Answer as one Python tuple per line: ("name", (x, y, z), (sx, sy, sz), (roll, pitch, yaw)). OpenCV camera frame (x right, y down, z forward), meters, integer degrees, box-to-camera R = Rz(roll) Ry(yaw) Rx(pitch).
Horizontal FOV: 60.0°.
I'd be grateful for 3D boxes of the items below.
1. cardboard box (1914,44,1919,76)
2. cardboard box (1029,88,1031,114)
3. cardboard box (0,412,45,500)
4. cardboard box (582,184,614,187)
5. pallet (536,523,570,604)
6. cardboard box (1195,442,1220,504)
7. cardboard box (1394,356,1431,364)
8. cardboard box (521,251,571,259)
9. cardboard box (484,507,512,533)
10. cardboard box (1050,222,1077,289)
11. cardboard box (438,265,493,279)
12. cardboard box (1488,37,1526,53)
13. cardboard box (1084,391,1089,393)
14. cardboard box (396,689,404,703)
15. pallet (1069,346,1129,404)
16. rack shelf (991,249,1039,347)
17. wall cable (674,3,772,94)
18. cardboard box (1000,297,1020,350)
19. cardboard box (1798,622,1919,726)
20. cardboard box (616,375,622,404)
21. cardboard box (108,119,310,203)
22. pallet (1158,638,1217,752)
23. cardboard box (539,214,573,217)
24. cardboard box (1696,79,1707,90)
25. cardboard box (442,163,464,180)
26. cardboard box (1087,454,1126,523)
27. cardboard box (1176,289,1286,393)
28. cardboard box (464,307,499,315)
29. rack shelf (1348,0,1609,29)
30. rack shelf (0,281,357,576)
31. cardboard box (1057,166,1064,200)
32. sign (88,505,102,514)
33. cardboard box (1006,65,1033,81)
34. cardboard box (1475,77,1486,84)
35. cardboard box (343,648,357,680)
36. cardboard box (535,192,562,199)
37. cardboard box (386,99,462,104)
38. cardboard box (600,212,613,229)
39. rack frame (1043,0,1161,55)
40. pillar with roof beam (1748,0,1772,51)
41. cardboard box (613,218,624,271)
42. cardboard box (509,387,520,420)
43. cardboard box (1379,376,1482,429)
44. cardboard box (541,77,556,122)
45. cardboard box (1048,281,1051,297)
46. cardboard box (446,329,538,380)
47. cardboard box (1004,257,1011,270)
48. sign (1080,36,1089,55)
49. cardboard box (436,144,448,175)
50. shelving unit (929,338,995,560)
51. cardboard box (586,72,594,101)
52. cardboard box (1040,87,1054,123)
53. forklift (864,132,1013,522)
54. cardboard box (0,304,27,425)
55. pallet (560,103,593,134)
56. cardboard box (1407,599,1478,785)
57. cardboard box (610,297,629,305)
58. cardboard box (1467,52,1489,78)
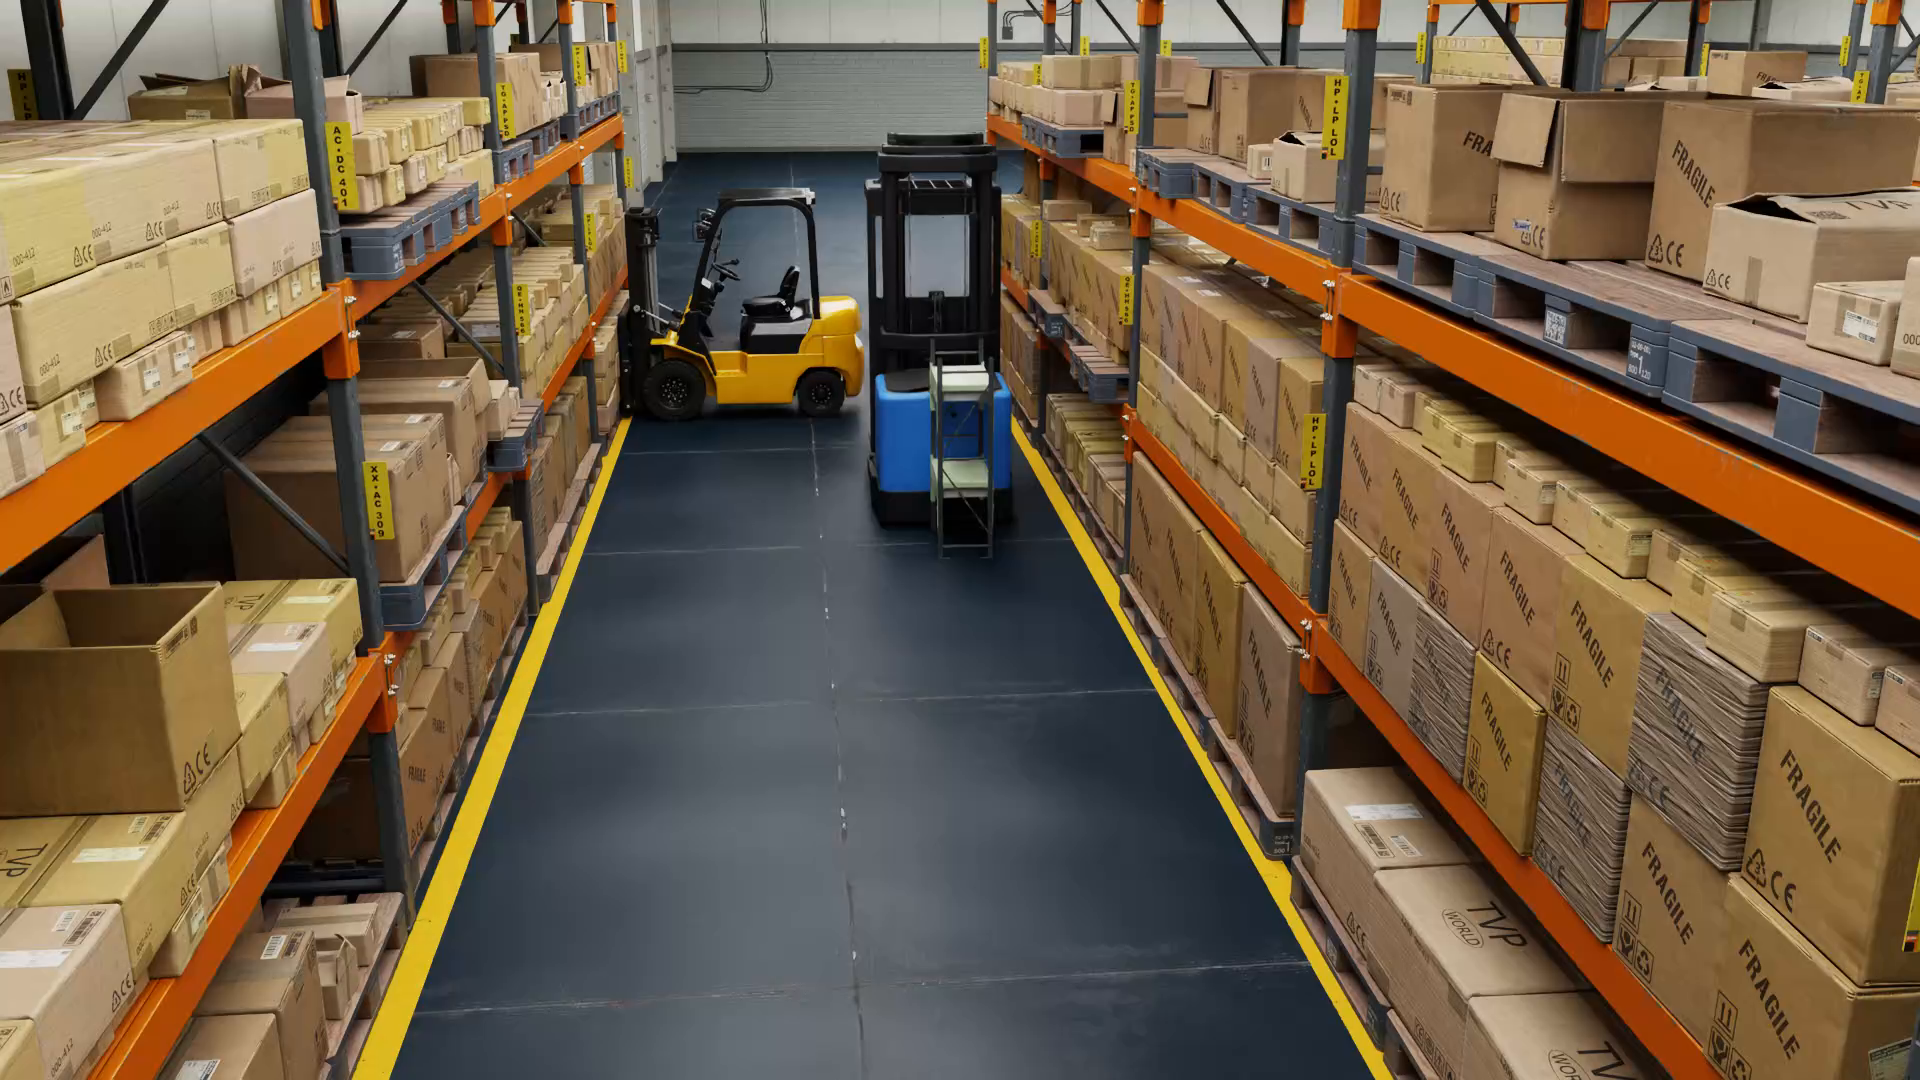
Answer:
("cardboard box", (10.546, -5.171, 17.633), (0.500, 0.500, 0.500), (-2, 18, -6))
("cardboard box", (0.903, -3.889, 14.804), (0.500, 0.250, 0.500), (-2, 18, -6))
("cardboard box", (-2.270, -0.180, 3.653), (0.380, 0.149, 0.250), (-1, 17, -4))
("cardboard box", (-3.886, -3.700, 17.710), (0.380, 0.149, 0.250), (-2, 18, -5))
("pallet", (-3.354, 0.166, 11.796), (1.003, 0.211, 1.213), (-2, 18, -6))
("cardboard box", (1.603, -0.391, 9.167), (0.500, 0.250, 0.500), (-2, 18, -6))
("cardboard box", (2.282, -0.545, 7.571), (0.500, 0.500, 0.500), (-2, 17, -5))
("cardboard box", (-3.419, -2.296, 13.732), (0.380, 0.149, 0.250), (-2, 18, -6))
("cardboard box", (-3.005, -0.096, 10.364), (0.380, 0.149, 0.250), (-3, 18, -8))
("cardboard box", (1.032, -2.356, 13.811), (0.500, 0.500, 0.500), (-2, 18, -5))
("cardboard box", (-3.849, -2.049, 12.947), (0.380, 0.149, 0.250), (-2, 18, -6))
("cardboard box", (5.592, -5.015, 16.854), (0.380, 0.149, 0.250), (-2, 17, -5))
("cardboard box", (1.424, -1.337, 15.817), (0.500, 0.250, 0.500), (-3, 18, -8))
("cardboard box", (-2.773, 0.761, 7.634), (0.380, 0.149, 0.250), (-2, 18, -7))
("pallet", (1.450, -1.190, 11.780), (1.213, 0.211, 1.003), (-2, 18, -6))
("rack shelf", (1.010, -2.517, 16.887), (1.077, 0.370, 4.000), (-2, 18, -6))
("wall cable", (-7.040, -14.304, 48.398), (3.097, 2.526, 0.112), (-2, 18, -6))
("cardboard box", (0.674, -2.291, 17.603), (0.500, 0.500, 0.500), (-2, 18, -8))
("cardboard box", (2.168, 0.301, 3.791), (0.380, 0.149, 0.250), (-1, 17, -5))
("cardboard box", (-3.577, -1.456, 16.196), (0.500, 0.250, 0.500), (-1, 17, -5))
("cardboard box", (-2.603, -1.323, 5.796), (0.500, 0.250, 0.500), (-2, 18, -5))
("pallet", (1.758, 0.858, 9.592), (1.003, 0.211, 1.213), (-2, 18, -6))
("cardboard box", (-3.610, -2.864, 15.045), (0.380, 0.149, 0.250), (-2, 18, -7))
("cardboard box", (6.476, -3.694, 13.810), (0.500, 0.250, 0.500), (-2, 18, -6))
("cardboard box", (-2.909, -1.833, 8.752), (0.500, 0.250, 0.500), (-2, 18, -6))
("cardboard box", (1.497, -0.407, 12.653), (0.950, 0.372, 0.625), (-2, 18, -7))
("cardboard box", (1.536, -1.141, 9.466), (0.500, 0.500, 0.500), (-1, 17, -4))
("cardboard box", (-3.076, -1.459, 11.066), (0.380, 0.149, 0.250), (-1, 17, -4))
("rack shelf", (2.248, -1.613, 4.660), (1.077, 0.370, 4.000), (-2, 18, -6))
("rack shelf", (-2.689, -0.218, 4.558), (1.077, 0.370, 4.000), (-2, 18, -6))
("cardboard box", (1.331, -3.372, 16.077), (0.700, 0.500, 0.500), (-2, 18, -7))
("sign", (-3.447, -0.260, 6.566), (0.100, 0.325, 0.005), (-2, 18, -6))
("cardboard box", (0.662, -4.656, 16.581), (0.380, 0.149, 0.250), (-1, 17, -4))
("cardboard box", (5.564, -4.710, 17.216), (0.380, 0.149, 0.250), (-2, 18, -6))
("cardboard box", (-2.611, 0.481, 6.557), (0.380, 0.149, 0.250), (-2, 17, -5))
("cardboard box", (-4.265, -3.463, 16.952), (0.380, 0.149, 0.250), (-2, 18, -5))
("cardboard box", (-3.056, -2.435, 9.505), (0.380, 0.149, 0.250), (-2, 18, -8))
("cardboard box", (-3.662, -3.183, 16.557), (0.380, 0.149, 0.250), (-2, 18, -5))
("rack frame", (1.217, -5.126, 13.983), (1.000, 3.000, 0.127), (-2, 18, -6))
("pillar with roof beam", (18.998, -15.707, 47.683), (9.100, 9.000, 0.400), (-2, 18, -6))
("cardboard box", (-3.776, -3.056, 17.236), (0.500, 0.500, 0.500), (-1, 17, -4))
("cardboard box", (-2.858, -0.815, 9.983), (0.380, 0.149, 0.250), (-1, 17, -5))
("cardboard box", (1.859, -0.537, 6.461), (0.380, 0.149, 0.250), (-2, 17, -5))
("cardboard box", (-3.324, -3.310, 12.484), (0.500, 0.311, 0.500), (-2, 18, -8))
("cardboard box", (0.959, -2.170, 14.301), (0.380, 0.149, 0.250), (-2, 17, -5))
("cardboard box", (-3.085, -1.226, 10.989), (0.500, 0.250, 0.500), (-2, 18, -6))
("cardboard box", (0.661, -2.919, 17.387), (0.380, 0.149, 0.250), (-1, 17, -4))
("sign", (1.358, -5.321, 18.131), (0.100, 0.325, 0.005), (-2, 18, -6))
("cardboard box", (-2.714, -1.844, 8.087), (0.380, 0.149, 0.250), (-1, 17, -4))
("shelving unit", (0.009, -0.684, 12.352), (0.431, 1.500, 0.755), (-1, 17, -5))
("cardboard box", (-3.571, -4.176, 15.321), (0.396, 0.266, 0.258), (-2, 18, -7))
("cardboard box", (0.931, -3.487, 13.316), (0.500, 0.250, 0.500), (-2, 18, -6))
("forklift", (-0.230, -1.933, 13.940), (1.130, 2.935, 3.031), (-1, 17, -5))
("cardboard box", (-2.329, -0.327, 3.458), (0.500, 0.250, 0.500), (-1, 17, -5))
("pallet", (-3.834, -3.752, 14.760), (1.003, 0.211, 1.213), (-2, 18, -6))
("cardboard box", (1.923, 0.518, 5.853), (0.500, 0.500, 0.500), (-2, 18, -5))
("cardboard box", (-3.716, -2.388, 17.494), (0.500, 0.250, 0.500), (-1, 17, -5))
("cardboard box", (5.618, -4.935, 17.267), (0.500, 0.250, 0.500), (-2, 18, -6))
